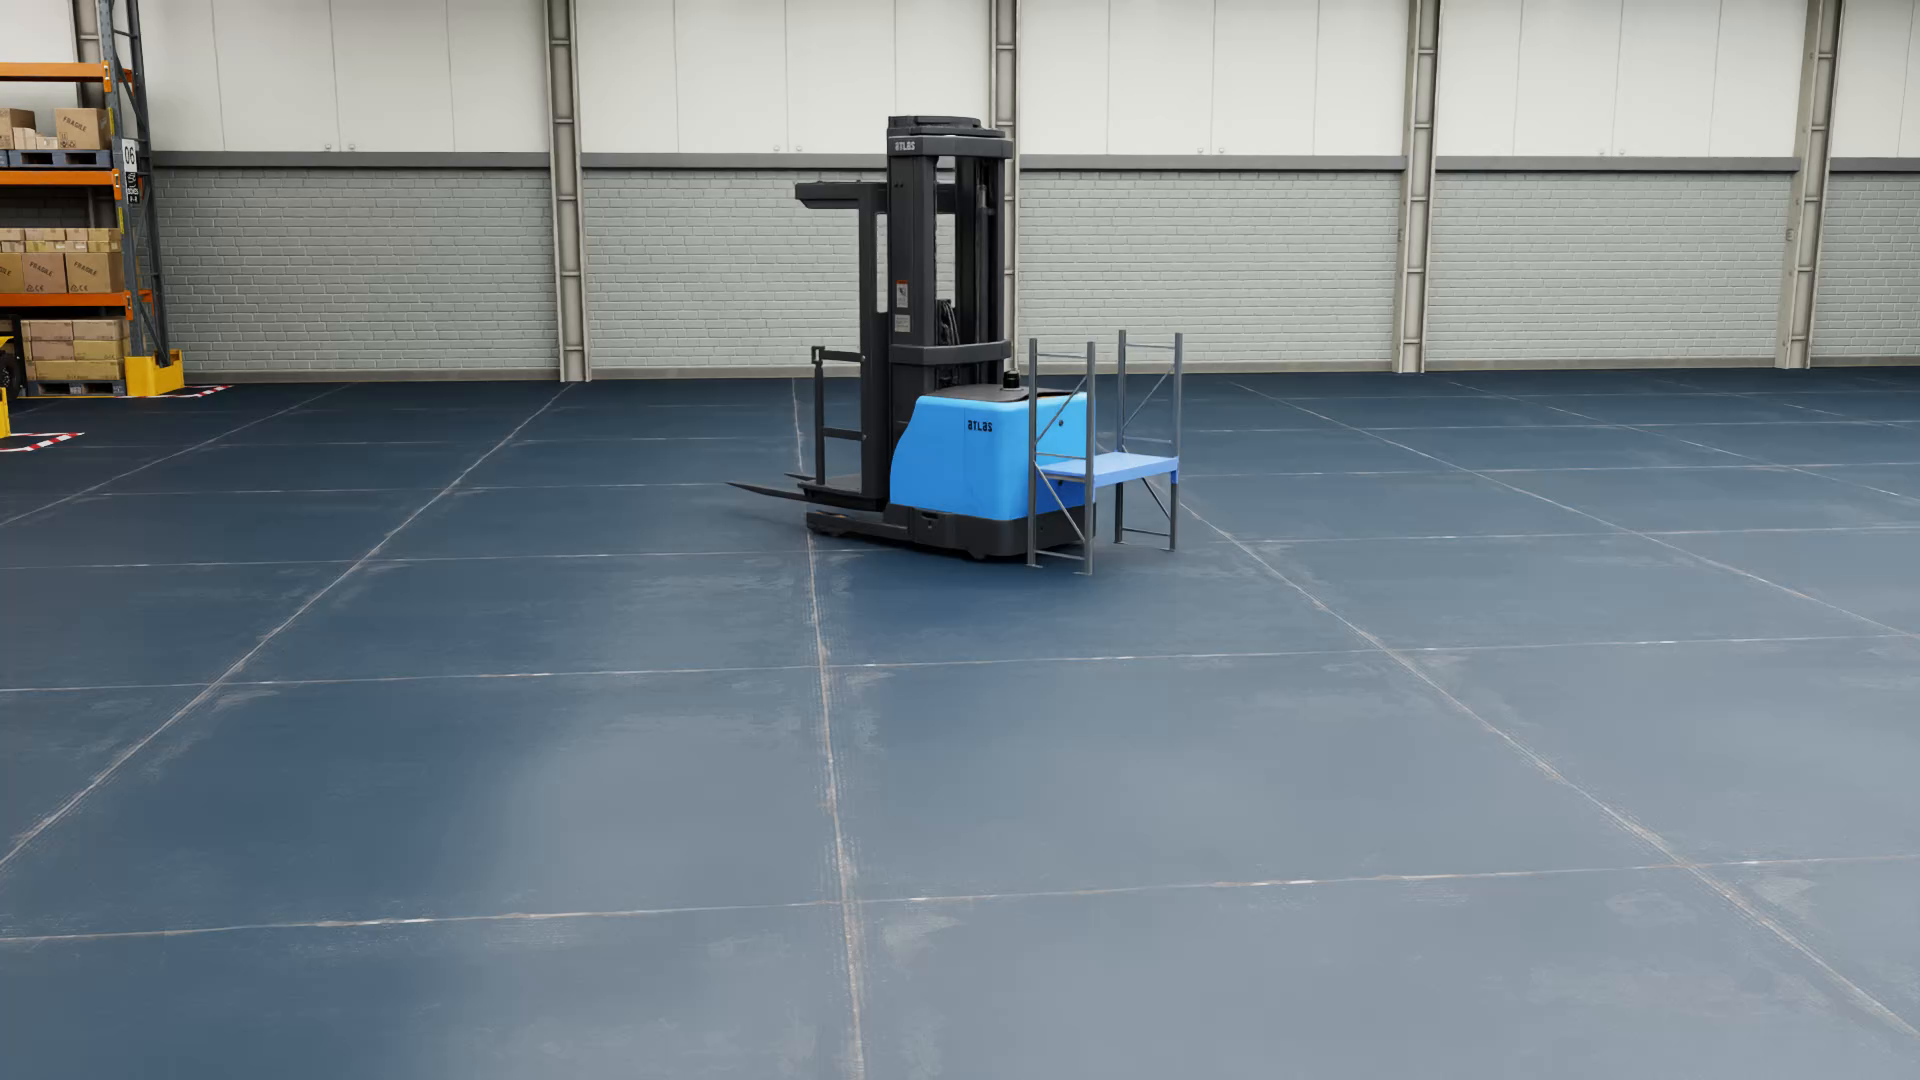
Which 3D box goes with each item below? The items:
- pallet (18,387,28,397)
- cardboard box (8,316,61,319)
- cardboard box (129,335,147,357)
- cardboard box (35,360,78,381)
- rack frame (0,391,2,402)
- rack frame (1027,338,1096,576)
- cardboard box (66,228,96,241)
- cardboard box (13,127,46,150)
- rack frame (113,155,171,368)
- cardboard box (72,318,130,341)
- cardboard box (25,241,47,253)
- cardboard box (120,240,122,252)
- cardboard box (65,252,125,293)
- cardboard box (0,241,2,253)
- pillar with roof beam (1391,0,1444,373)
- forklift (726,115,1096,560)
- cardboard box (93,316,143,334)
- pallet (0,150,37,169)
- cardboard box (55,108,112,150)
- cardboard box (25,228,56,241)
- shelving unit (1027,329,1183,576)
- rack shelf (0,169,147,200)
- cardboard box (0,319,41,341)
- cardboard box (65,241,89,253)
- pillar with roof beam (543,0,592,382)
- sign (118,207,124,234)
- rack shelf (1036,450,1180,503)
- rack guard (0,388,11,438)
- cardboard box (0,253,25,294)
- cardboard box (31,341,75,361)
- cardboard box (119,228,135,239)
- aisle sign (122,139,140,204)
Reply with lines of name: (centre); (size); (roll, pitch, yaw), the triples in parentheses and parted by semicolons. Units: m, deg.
pallet: (-12.491, -1.995, 21.469); (1.213, 0.211, 1.003); (-1, 11, -6)
cardboard box: (-12.019, -2.766, 21.611); (0.500, 0.250, 0.500); (-1, 11, -6)
cardboard box: (-11.015, -2.544, 21.777); (0.500, 0.250, 0.500); (-1, 11, -5)
cardboard box: (-11.454, -2.190, 21.271); (0.500, 0.250, 0.500); (-1, 11, -6)
rack frame: (-9.986, -2.460, 16.606); (0.127, 3.000, 1.000); (-1, 11, -6)
rack frame: (0.649, -0.536, 10.704); (0.500, 1.500, 0.032); (9, 14, 39)
cardboard box: (-11.101, -3.866, 21.047); (0.250, 0.149, 0.380); (-1, 11, -6)
cardboard box: (-11.569, -4.992, 20.710); (0.258, 0.266, 0.396); (-1, 11, -6)
rack frame: (-10.526, -3.412, 21.448); (0.127, 3.000, 1.000); (-1, 11, -6)
cardboard box: (-10.950, -2.690, 21.223); (0.500, 0.250, 0.500); (-1, 11, -4)
cardboard box: (-11.603, -3.711, 21.026); (0.250, 0.149, 0.380); (-1, 11, -6)
cardboard box: (-10.891, -3.822, 21.593); (0.250, 0.149, 0.380); (-1, 11, -8)
cardboard box: (-10.987, -3.400, 21.130); (0.500, 0.500, 0.500); (-1, 11, -7)
cardboard box: (-12.113, -3.687, 20.906); (0.250, 0.149, 0.380); (-1, 11, -6)
pillar with roof beam: (7.044, -6.063, 19.382); (0.400, 9.000, 9.100); (-1, 11, -6)
forklift: (-0.481, -1.522, 12.010); (3.031, 2.935, 1.130); (10, 15, 41)
cardboard box: (-11.024, -2.786, 21.710); (0.500, 0.250, 0.500); (-1, 11, -7)
pallet: (-12.447, -4.805, 20.985); (1.213, 0.211, 1.003); (-1, 11, -6)
cardboard box: (-10.939, -5.132, 20.814); (0.500, 0.500, 0.500); (-1, 11, -4)
cardboard box: (-11.614, -3.865, 21.039); (0.250, 0.149, 0.380); (-1, 11, -6)
shelving unit: (0.973, -0.611, 11.089); (0.538, 1.500, 1.048); (9, 14, 39)
rack shelf: (-12.514, -4.489, 21.016); (4.000, 0.370, 1.077); (-1, 11, -6)
cardboard box: (-11.957, -2.666, 21.100); (0.500, 0.250, 0.500); (-1, 11, -5)
cardboard box: (-11.091, -3.707, 21.009); (0.250, 0.149, 0.380); (-1, 11, -5)
pillar with roof beam: (-4.885, -5.813, 18.111); (0.400, 9.000, 9.100); (-1, 11, -6)
sign: (-10.481, -3.992, 20.782); (0.005, 0.325, 0.100); (-1, 11, -6)
rack shelf: (0.973, -0.435, 11.123); (0.538, 0.185, 1.000); (9, 14, 39)
rack guard: (-10.061, -1.232, 16.839); (0.348, 0.500, 1.175); (-1, 11, -6)
cardboard box: (-12.013, -3.381, 21.029); (0.500, 0.500, 0.500); (-1, 11, -7)
cardboard box: (-11.476, -2.436, 21.225); (0.500, 0.250, 0.500); (-1, 11, -7)
cardboard box: (-10.883, -3.959, 21.520); (0.250, 0.149, 0.380); (-1, 11, -7)
aisle sign: (-10.429, -4.633, 20.917); (0.004, 0.787, 0.394); (-1, 11, -6)
